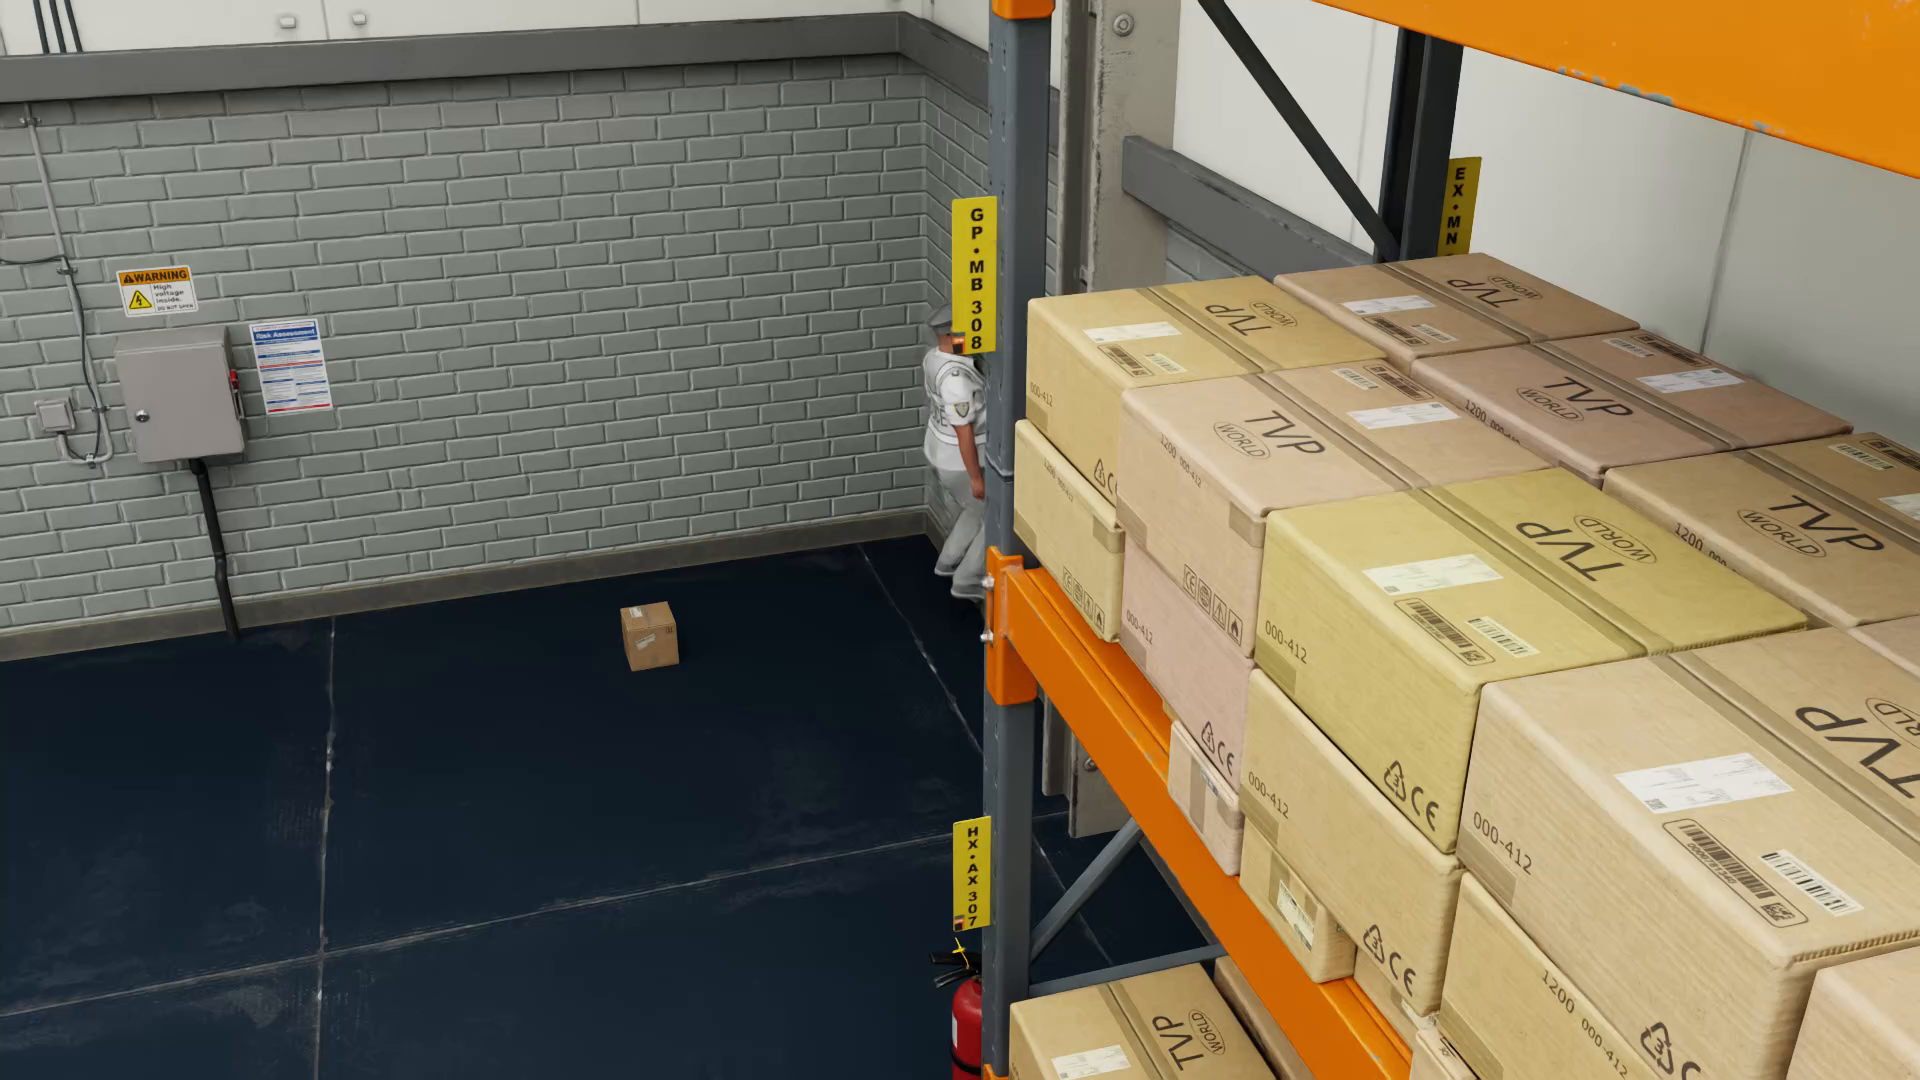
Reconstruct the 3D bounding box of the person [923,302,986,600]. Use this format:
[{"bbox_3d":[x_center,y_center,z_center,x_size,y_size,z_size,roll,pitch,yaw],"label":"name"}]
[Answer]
[{"bbox_3d":[0.066,-0.491,8.895,0.489,1.660,0.534,-7,27,-14],"label":"person"}]
